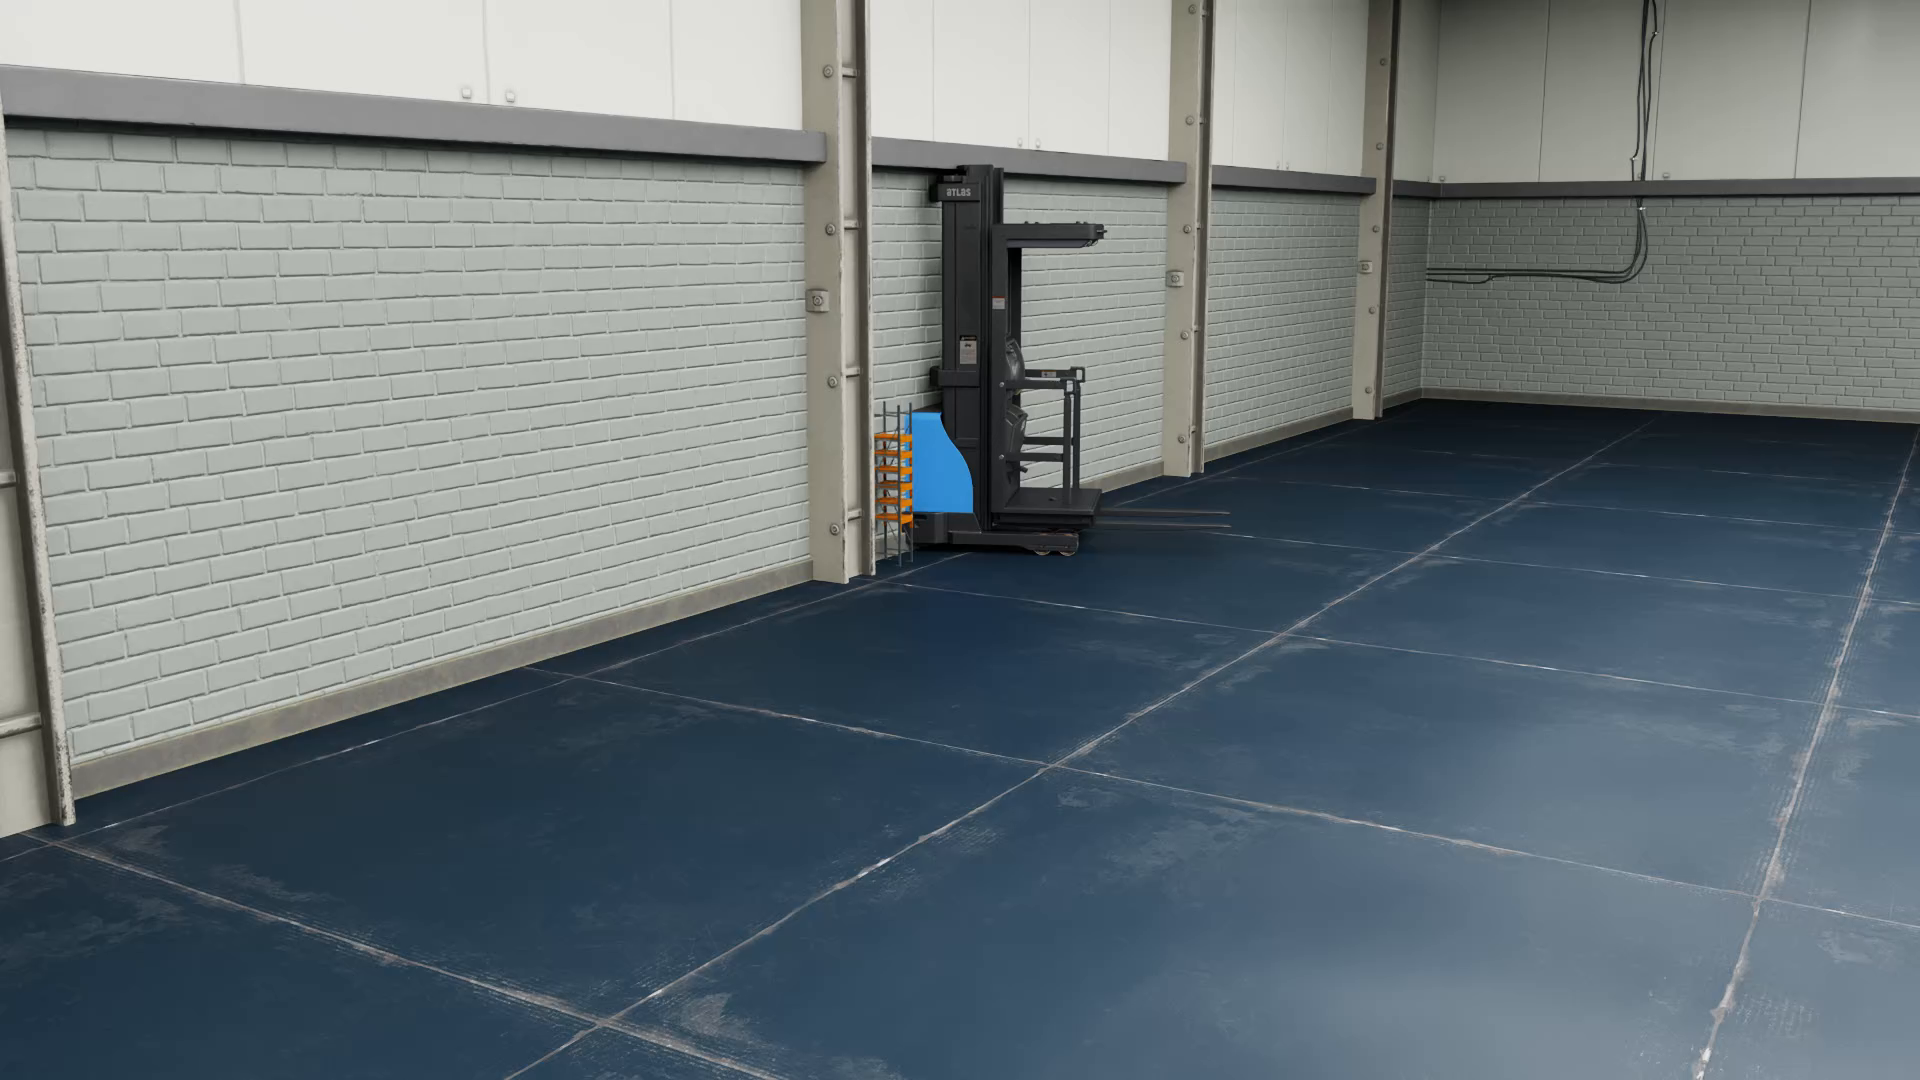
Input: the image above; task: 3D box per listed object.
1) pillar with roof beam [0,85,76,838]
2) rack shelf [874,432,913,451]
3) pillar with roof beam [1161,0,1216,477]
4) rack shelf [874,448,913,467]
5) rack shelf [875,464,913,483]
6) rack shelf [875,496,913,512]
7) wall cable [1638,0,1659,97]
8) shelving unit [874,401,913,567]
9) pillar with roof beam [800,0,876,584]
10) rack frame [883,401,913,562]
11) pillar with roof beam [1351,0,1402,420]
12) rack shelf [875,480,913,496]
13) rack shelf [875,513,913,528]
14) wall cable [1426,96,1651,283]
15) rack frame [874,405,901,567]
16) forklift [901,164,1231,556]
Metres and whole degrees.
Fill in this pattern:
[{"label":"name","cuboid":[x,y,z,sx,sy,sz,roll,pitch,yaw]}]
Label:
[{"label":"pillar with roof beam","cuboid":[-0.279,-2.805,3.899,9.100,9.000,0.400,6,12,31]},{"label":"rack shelf","cuboid":[-0.504,-0.728,12.283,0.258,0.103,0.180,5,12,26]},{"label":"pillar with roof beam","cuboid":[5.951,-4.693,13.980,9.100,9.000,0.400,6,12,31]},{"label":"rack shelf","cuboid":[-0.504,-0.610,12.305,0.258,0.103,0.180,5,12,26]},{"label":"rack shelf","cuboid":[-0.504,-0.492,12.327,0.258,0.103,0.180,5,12,26]},{"label":"rack shelf","cuboid":[-0.504,-0.256,12.371,0.258,0.103,0.180,5,12,26]},{"label":"wall cable","cuboid":[10.359,-7.082,21.458,3.097,2.526,0.112,6,12,31]},{"label":"shelving unit","cuboid":[-0.504,-0.418,12.341,0.258,1.200,0.189,5,12,26]},{"label":"pillar with roof beam","cuboid":[2.836,-3.749,8.940,9.100,9.000,0.400,6,12,31]},{"label":"rack frame","cuboid":[-0.463,-0.433,12.421,0.240,1.200,0.006,5,12,26]},{"label":"pillar with roof beam","cuboid":[9.066,-5.636,19.021,9.100,9.000,0.400,6,12,31]},{"label":"rack shelf","cuboid":[-0.504,-0.374,12.349,0.258,0.103,0.180,5,12,26]},{"label":"rack shelf","cuboid":[-0.504,-0.138,12.393,0.258,0.103,0.180,5,12,26]},{"label":"wall cable","cuboid":[8.047,-4.858,23.303,3.097,2.526,0.112,6,12,31]},{"label":"rack frame","cuboid":[-0.545,-0.403,12.260,0.240,1.200,0.006,5,12,26]},{"label":"forklift","cuboid":[0.620,-1.424,13.011,3.031,2.935,1.130,2,11,8]}]
